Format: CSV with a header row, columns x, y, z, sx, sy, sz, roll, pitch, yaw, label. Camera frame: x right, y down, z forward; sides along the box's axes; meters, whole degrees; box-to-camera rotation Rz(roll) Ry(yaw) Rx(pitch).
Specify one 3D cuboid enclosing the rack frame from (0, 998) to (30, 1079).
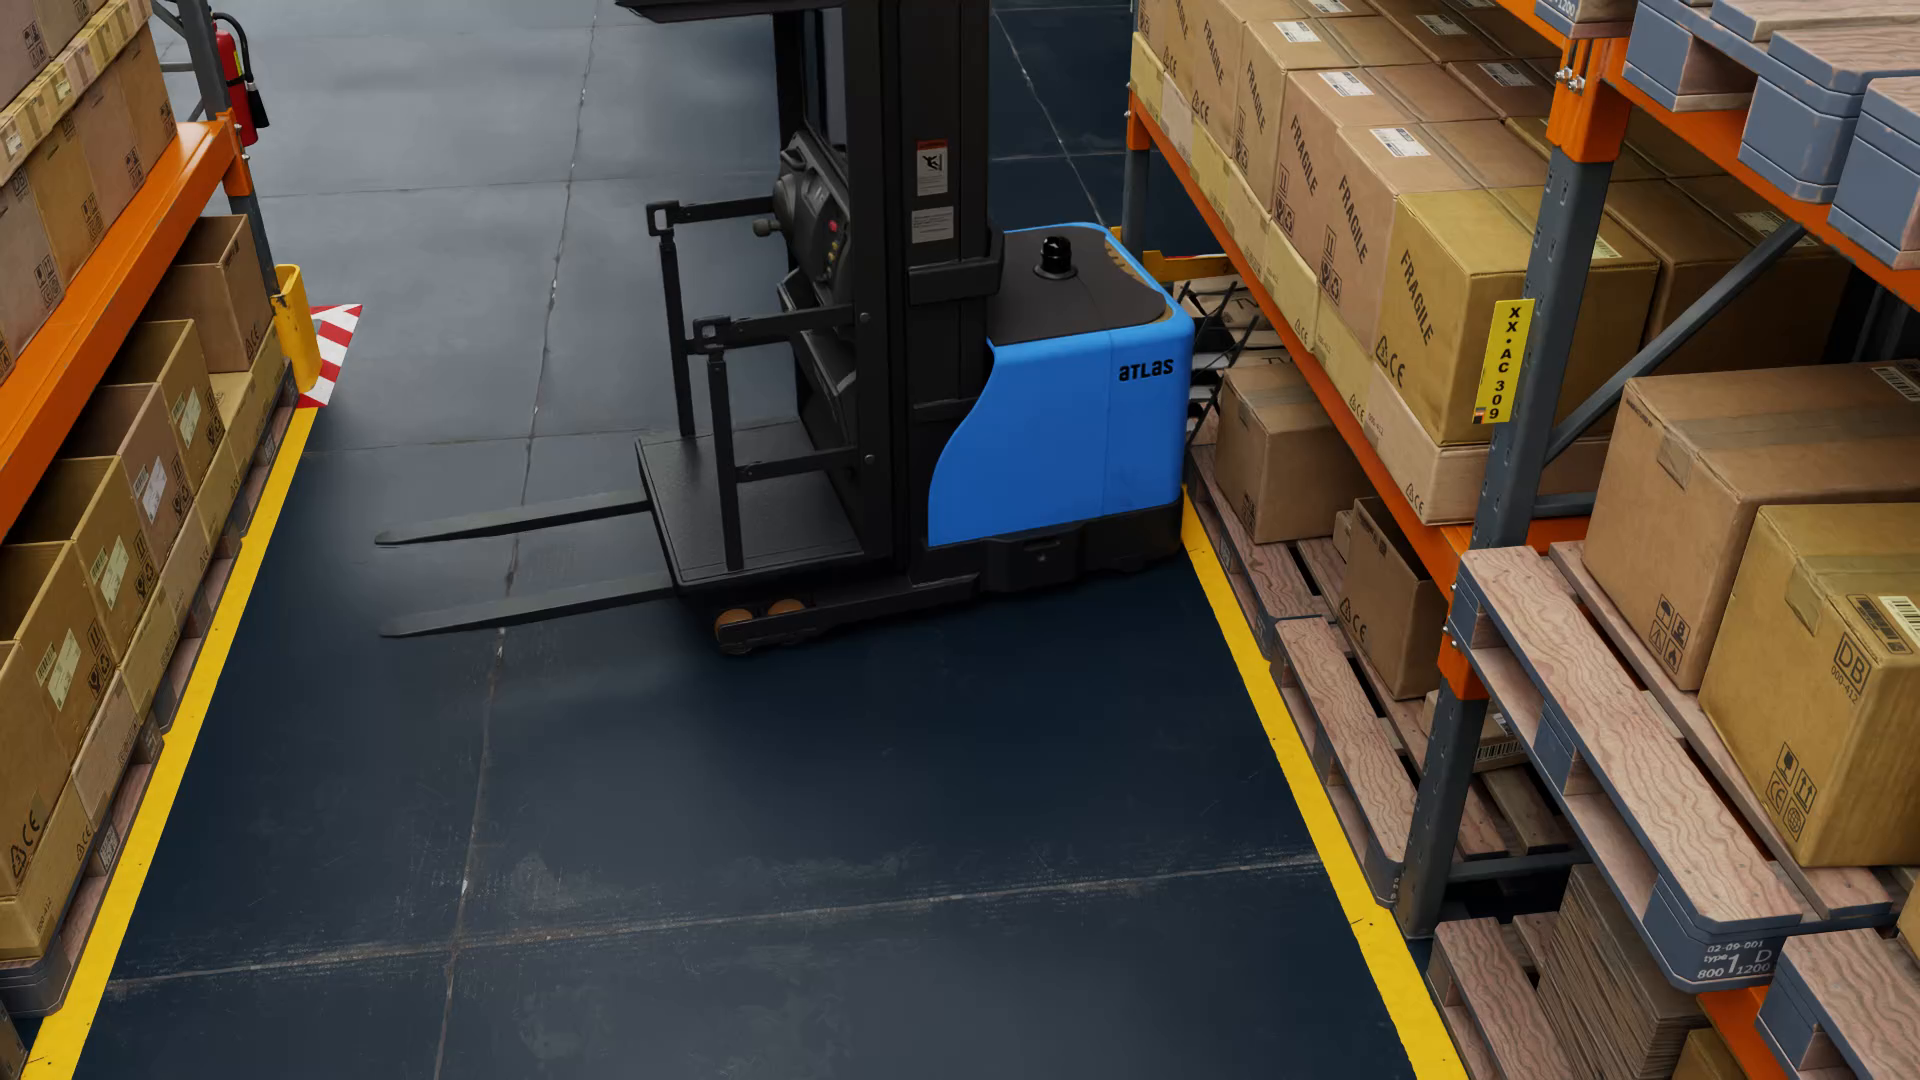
x,y,z,sx,sy,sz,roll,pitch,yaw,label
-3.084,0.270,3.690,1.000,3.000,0.127,-4,35,-6,rack frame

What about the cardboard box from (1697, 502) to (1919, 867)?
x,y,z,sx,sy,sz,roll,pitch,yaw,label
1.927,0.269,3.212,0.700,0.500,0.500,-1,34,-1,cardboard box

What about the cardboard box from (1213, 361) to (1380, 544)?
x,y,z,sx,sy,sz,roll,pitch,yaw,label
1.416,-0.364,6.449,0.700,0.500,0.500,-6,35,-9,cardboard box

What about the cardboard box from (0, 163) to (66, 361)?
x,y,z,sx,sy,sz,roll,pitch,yaw,label
-3.361,-0.878,5.286,0.700,0.500,0.500,-3,34,-5,cardboard box

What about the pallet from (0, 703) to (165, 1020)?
x,y,z,sx,sy,sz,roll,pitch,yaw,label
-3.150,0.976,5.131,1.003,0.211,1.213,-4,35,-6,pallet

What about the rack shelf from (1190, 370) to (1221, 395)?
x,y,z,sx,sy,sz,roll,pitch,yaw,label
0.917,-0.682,6.770,0.258,0.077,0.200,-4,50,-25,rack shelf

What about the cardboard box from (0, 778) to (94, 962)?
x,y,z,sx,sy,sz,roll,pitch,yaw,label
-2.846,0.951,4.759,0.500,0.250,0.500,-4,35,-6,cardboard box

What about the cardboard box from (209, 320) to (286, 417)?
x,y,z,sx,sy,sz,roll,pitch,yaw,label
-3.257,-0.722,7.215,0.500,0.250,0.500,-4,35,-6,cardboard box

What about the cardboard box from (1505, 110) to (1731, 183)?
x,y,z,sx,sy,sz,roll,pitch,yaw,label
1.902,-0.930,4.901,0.500,0.500,0.500,-5,35,-7,cardboard box

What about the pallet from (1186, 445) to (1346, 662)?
x,y,z,sx,sy,sz,roll,pitch,yaw,label
1.531,-0.009,6.576,1.003,0.211,1.213,-4,35,-6,pallet

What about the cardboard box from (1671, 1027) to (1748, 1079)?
x,y,z,sx,sy,sz,roll,pitch,yaw,label
2.059,1.438,3.805,0.700,0.500,0.500,-5,35,-7,cardboard box

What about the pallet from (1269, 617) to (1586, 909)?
x,y,z,sx,sy,sz,roll,pitch,yaw,label
1.698,0.673,5.575,1.003,0.211,1.213,-4,35,-6,pallet

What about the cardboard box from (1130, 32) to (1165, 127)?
x,y,z,sx,sy,sz,roll,pitch,yaw,label
1.037,-1.989,7.120,0.500,0.250,0.500,-5,35,-8,cardboard box

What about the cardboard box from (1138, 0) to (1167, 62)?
x,y,z,sx,sy,sz,roll,pitch,yaw,label
1.052,-2.306,6.920,0.500,0.500,0.500,-4,35,-6,cardboard box

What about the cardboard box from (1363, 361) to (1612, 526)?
x,y,z,sx,sy,sz,roll,pitch,yaw,label
1.460,-0.295,4.634,0.500,0.250,0.500,-4,35,-6,cardboard box

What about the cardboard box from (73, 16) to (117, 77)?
x,y,z,sx,sy,sz,roll,pitch,yaw,label
-3.311,-1.784,6.039,0.380,0.149,0.250,-5,35,-7,cardboard box

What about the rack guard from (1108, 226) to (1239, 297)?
x,y,z,sx,sy,sz,roll,pitch,yaw,label
1.296,-1.264,8.160,1.175,0.500,0.348,-4,35,-6,rack guard

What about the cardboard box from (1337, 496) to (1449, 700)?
x,y,z,sx,sy,sz,roll,pitch,yaw,label
1.645,0.168,5.669,0.500,0.500,0.500,-7,35,-10,cardboard box

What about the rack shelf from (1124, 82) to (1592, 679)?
x,y,z,sx,sy,sz,roll,pitch,yaw,label
1.555,-0.926,6.084,1.077,0.370,4.000,-4,35,-6,rack shelf

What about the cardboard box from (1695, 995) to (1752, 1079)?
x,y,z,sx,sy,sz,roll,pitch,yaw,label
2.002,1.089,3.651,0.500,0.250,0.500,-5,35,-7,cardboard box

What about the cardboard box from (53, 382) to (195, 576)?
x,y,z,sx,sy,sz,roll,pitch,yaw,label
-3.040,-0.196,5.777,0.500,0.500,0.500,-4,35,-6,cardboard box

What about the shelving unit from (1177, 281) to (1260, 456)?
x,y,z,sx,sy,sz,roll,pitch,yaw,label
0.901,-0.645,6.810,0.258,0.900,0.210,-4,50,-25,shelving unit

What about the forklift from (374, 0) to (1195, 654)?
x,y,z,sx,sy,sz,roll,pitch,yaw,label
-0.702,-1.124,5.796,3.031,2.935,1.130,-10,36,-14,forklift

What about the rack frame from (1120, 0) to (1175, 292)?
x,y,z,sx,sy,sz,roll,pitch,yaw,label
1.286,-2.339,7.519,1.000,3.000,0.127,-4,35,-6,rack frame

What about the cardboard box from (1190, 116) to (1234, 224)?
x,y,z,sx,sy,sz,roll,pitch,yaw,label
1.183,-1.416,6.279,0.500,0.250,0.500,-5,35,-7,cardboard box

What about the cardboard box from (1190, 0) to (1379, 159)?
x,y,z,sx,sy,sz,roll,pitch,yaw,label
1.172,-1.741,6.090,0.500,0.500,0.500,-5,35,-8,cardboard box

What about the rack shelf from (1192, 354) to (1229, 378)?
x,y,z,sx,sy,sz,roll,pitch,yaw,label
0.942,-0.742,6.708,0.258,0.077,0.200,-4,50,-25,rack shelf

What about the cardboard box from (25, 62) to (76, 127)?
x,y,z,sx,sy,sz,roll,pitch,yaw,label
-3.244,-1.497,5.618,0.380,0.149,0.250,-3,34,-5,cardboard box

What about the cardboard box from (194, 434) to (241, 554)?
x,y,z,sx,sy,sz,roll,pitch,yaw,label
-3.109,-0.165,6.398,0.500,0.250,0.500,-4,35,-6,cardboard box

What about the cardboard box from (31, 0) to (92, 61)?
x,y,z,sx,sy,sz,roll,pitch,yaw,label
-3.489,-1.955,5.715,0.700,0.500,0.500,-5,35,-8,cardboard box

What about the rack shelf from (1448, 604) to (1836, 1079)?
x,y,z,sx,sy,sz,roll,pitch,yaw,label
2.093,1.306,2.808,1.077,0.370,4.000,-4,35,-6,rack shelf

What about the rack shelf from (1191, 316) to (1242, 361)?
x,y,z,sx,sy,sz,roll,pitch,yaw,label
0.967,-0.801,6.645,0.258,0.077,0.200,-4,50,-25,rack shelf

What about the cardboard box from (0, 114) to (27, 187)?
x,y,z,sx,sy,sz,roll,pitch,yaw,label
-3.171,-1.207,5.193,0.380,0.149,0.250,-5,35,-7,cardboard box

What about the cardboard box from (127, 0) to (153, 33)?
x,y,z,sx,sy,sz,roll,pitch,yaw,label
-3.382,-2.072,6.463,0.380,0.149,0.250,-5,35,-7,cardboard box

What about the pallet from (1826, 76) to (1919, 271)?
x,y,z,sx,sy,sz,roll,pitch,yaw,label
1.944,-0.338,2.085,1.213,0.211,1.003,-4,35,-6,pallet

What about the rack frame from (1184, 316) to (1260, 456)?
x,y,z,sx,sy,sz,roll,pitch,yaw,label
0.934,-0.569,6.751,0.240,0.900,0.006,-4,50,-25,rack frame

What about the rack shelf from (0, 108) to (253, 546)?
x,y,z,sx,sy,sz,roll,pitch,yaw,label
-3.353,-0.548,5.530,1.077,0.370,4.000,-4,35,-6,rack shelf

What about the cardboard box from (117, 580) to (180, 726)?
x,y,z,sx,sy,sz,roll,pitch,yaw,label
-2.971,0.393,5.579,0.500,0.250,0.500,-4,35,-6,cardboard box

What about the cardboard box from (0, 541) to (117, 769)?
x,y,z,sx,sy,sz,roll,pitch,yaw,label
-2.911,0.362,4.958,0.500,0.500,0.500,-4,35,-6,cardboard box

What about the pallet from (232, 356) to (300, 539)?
x,y,z,sx,sy,sz,roll,pitch,yaw,label
-3.478,-0.386,7.129,1.003,0.211,1.213,-4,35,-6,pallet

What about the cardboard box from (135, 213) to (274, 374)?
x,y,z,sx,sy,sz,roll,pitch,yaw,label
-3.255,-1.032,7.004,0.500,0.500,0.500,-4,35,-6,cardboard box

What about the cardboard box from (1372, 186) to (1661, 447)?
x,y,z,sx,sy,sz,roll,pitch,yaw,label
1.454,-0.603,4.421,0.500,0.500,0.500,-4,35,-6,cardboard box

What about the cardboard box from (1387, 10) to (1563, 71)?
x,y,z,sx,sy,sz,roll,pitch,yaw,label
1.759,-1.497,5.733,0.500,0.500,0.500,-4,34,-6,cardboard box

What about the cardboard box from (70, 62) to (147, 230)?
x,y,z,sx,sy,sz,roll,pitch,yaw,label
-3.497,-1.449,6.124,0.700,0.500,0.500,-4,34,-5,cardboard box

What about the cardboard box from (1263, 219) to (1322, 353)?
x,y,z,sx,sy,sz,roll,pitch,yaw,label
1.318,-0.853,5.453,0.500,0.250,0.500,-5,35,-7,cardboard box

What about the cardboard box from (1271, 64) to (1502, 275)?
x,y,z,sx,sy,sz,roll,pitch,yaw,label
1.324,-1.163,5.243,0.500,0.500,0.500,-5,35,-8,cardboard box

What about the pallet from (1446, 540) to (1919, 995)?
x,y,z,sx,sy,sz,roll,pitch,yaw,label
1.782,0.410,3.655,1.003,0.211,1.213,-4,35,-6,pallet

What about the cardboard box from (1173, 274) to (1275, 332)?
x,y,z,sx,sy,sz,roll,pitch,yaw,label
1.290,-1.017,7.575,0.500,0.311,0.500,-8,35,-12,cardboard box
